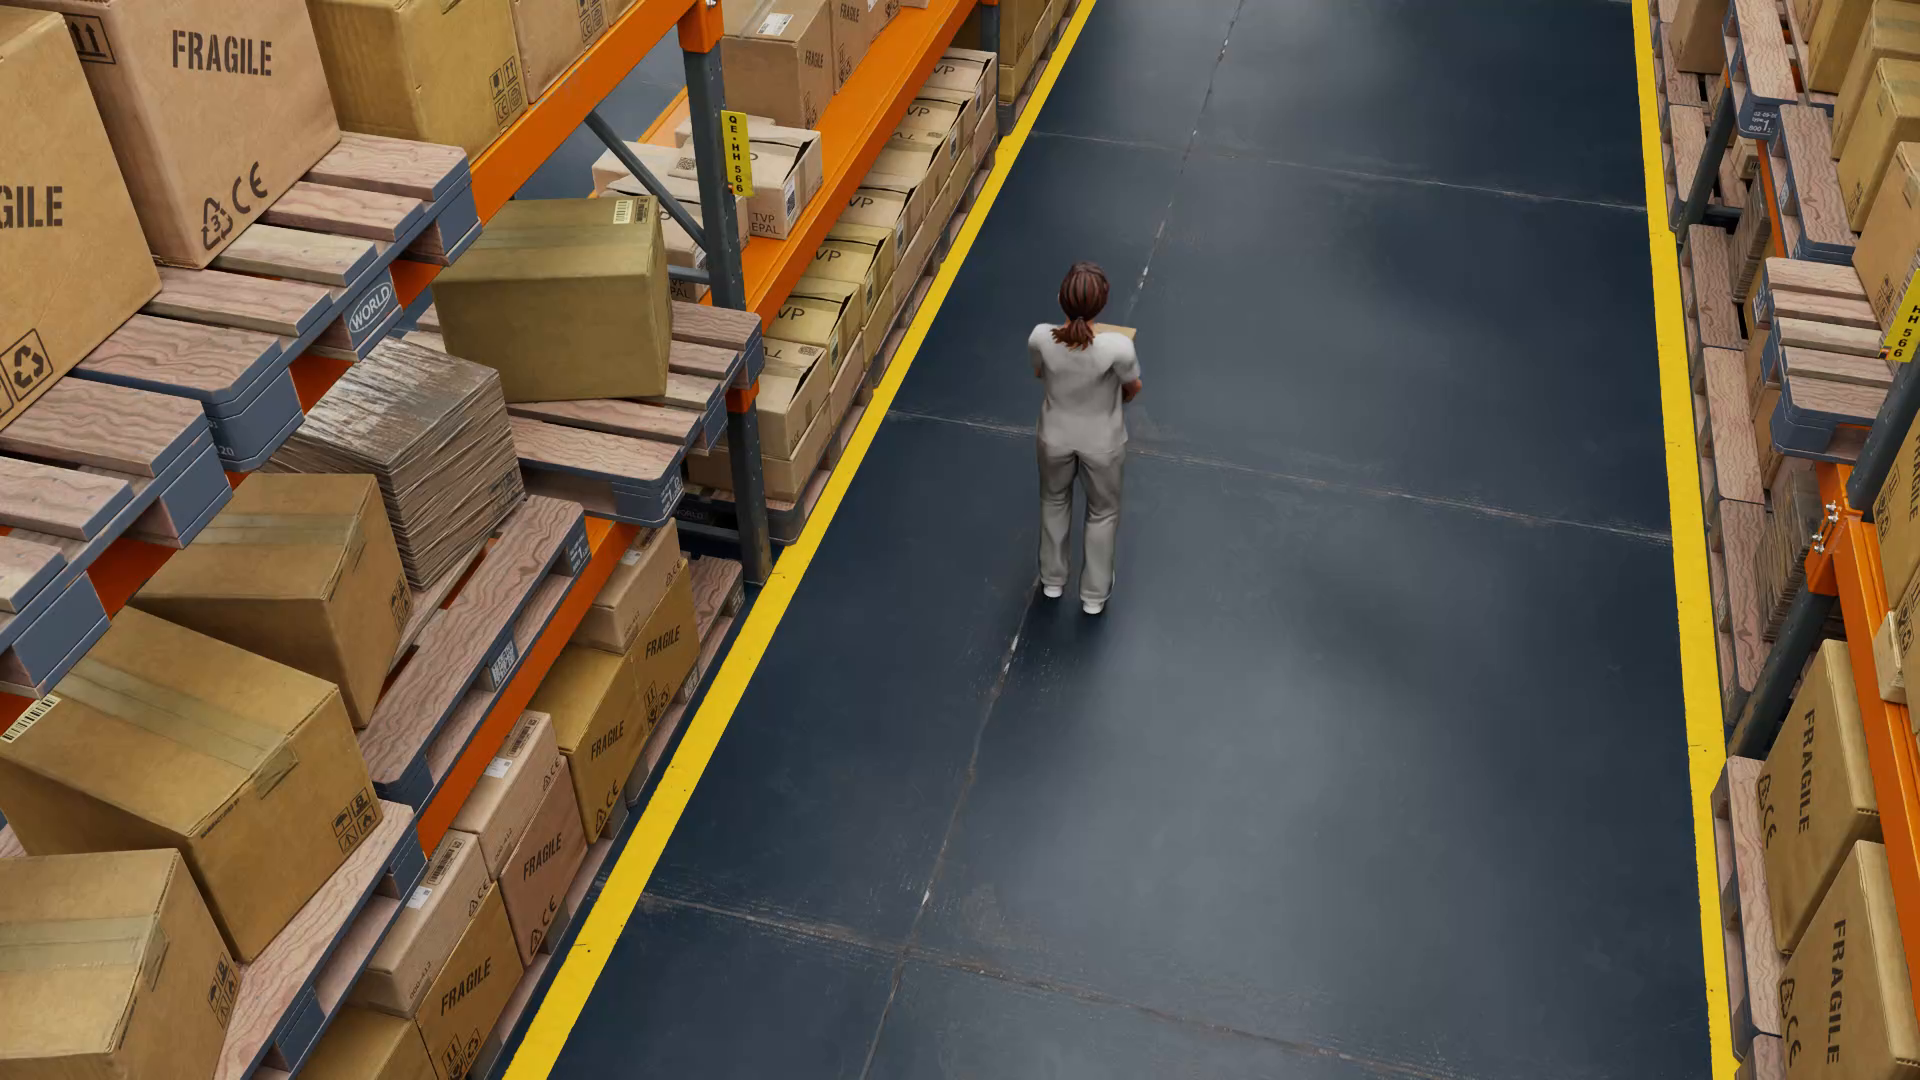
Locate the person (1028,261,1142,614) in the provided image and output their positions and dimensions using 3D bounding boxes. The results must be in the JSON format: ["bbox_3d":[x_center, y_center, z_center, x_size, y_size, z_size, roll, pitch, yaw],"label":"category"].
[{"bbox_3d":[0.497,-0.442,6.674,0.436,1.666,0.554,11,42,12],"label":"person"}]
